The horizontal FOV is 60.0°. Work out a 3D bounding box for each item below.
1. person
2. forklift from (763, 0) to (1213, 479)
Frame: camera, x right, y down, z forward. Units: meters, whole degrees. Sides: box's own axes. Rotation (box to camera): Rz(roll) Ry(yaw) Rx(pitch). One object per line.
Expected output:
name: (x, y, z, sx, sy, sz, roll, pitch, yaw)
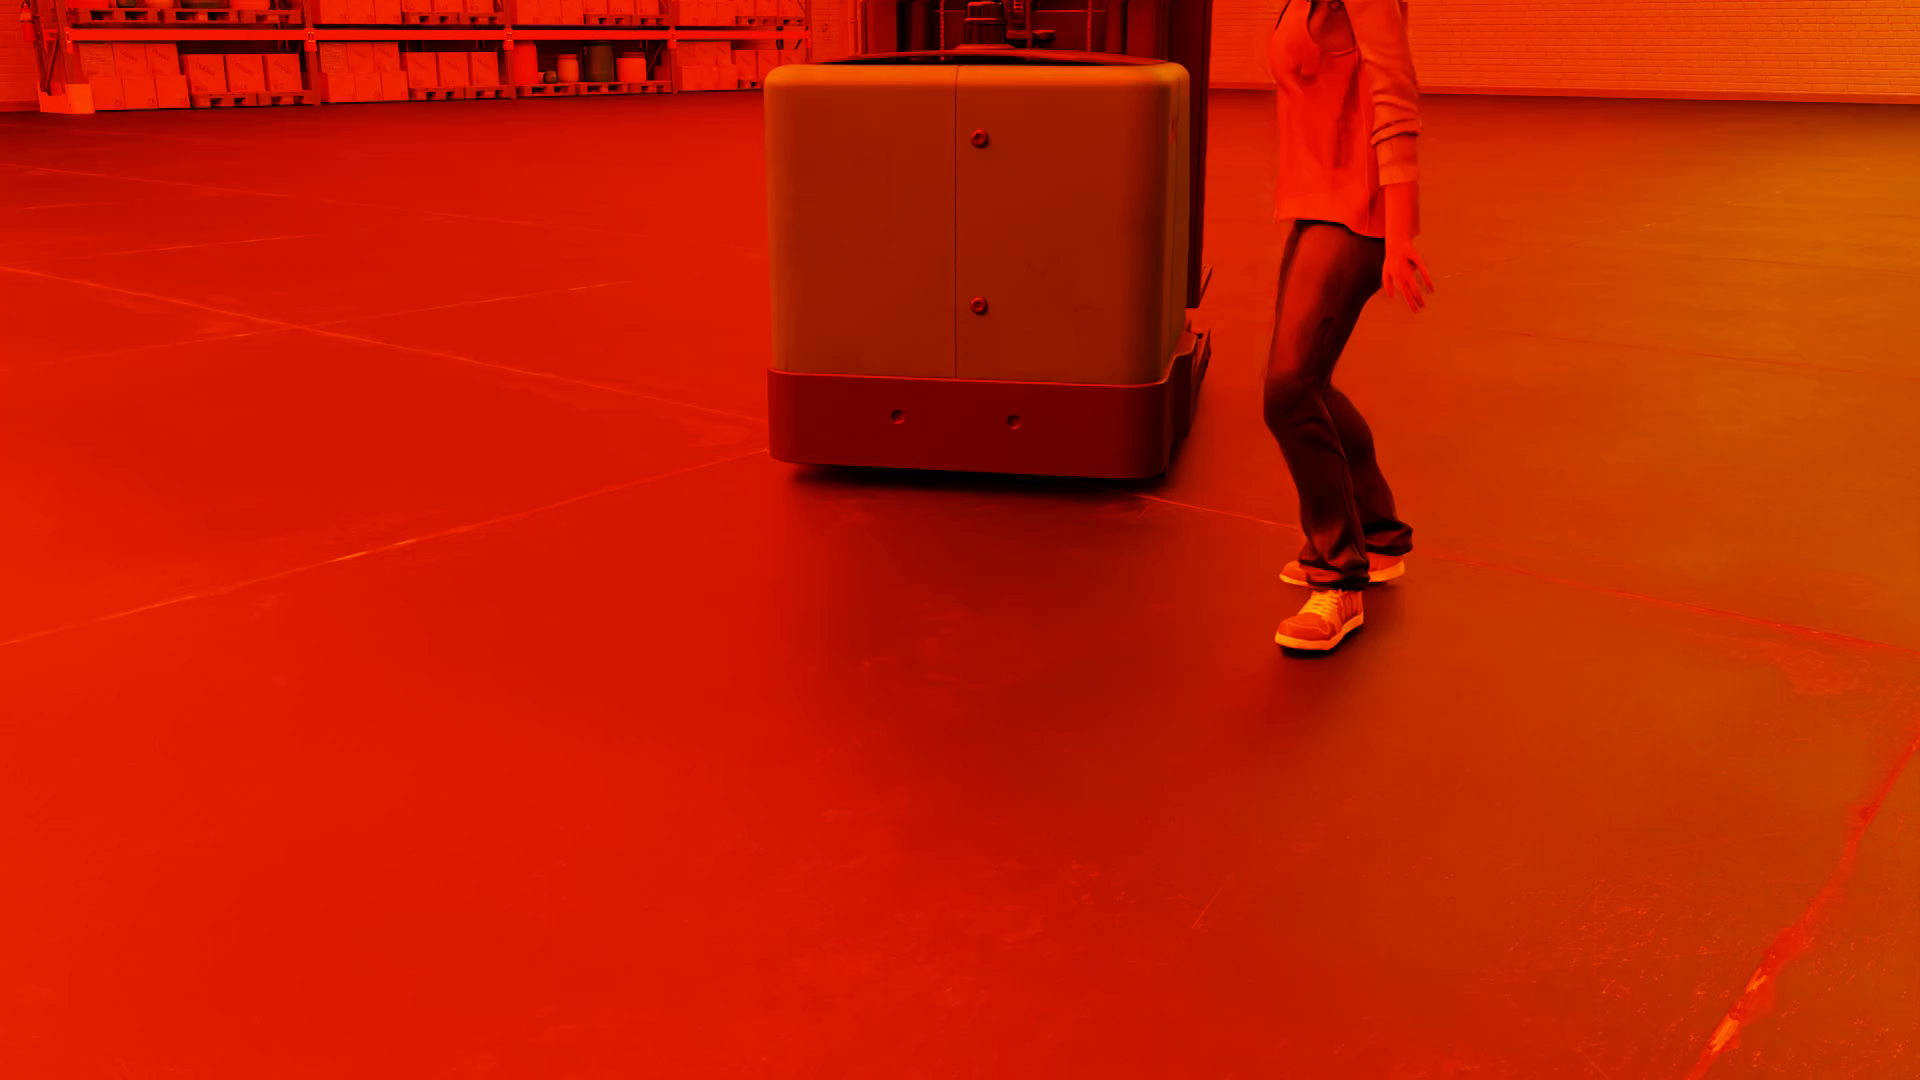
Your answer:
person: (0.769, -0.609, 3.310, 0.401, 1.570, 0.740, 2, 17, 5)
forklift: (0.279, -1.942, 5.292, 1.130, 2.935, 3.031, 3, 17, 11)
